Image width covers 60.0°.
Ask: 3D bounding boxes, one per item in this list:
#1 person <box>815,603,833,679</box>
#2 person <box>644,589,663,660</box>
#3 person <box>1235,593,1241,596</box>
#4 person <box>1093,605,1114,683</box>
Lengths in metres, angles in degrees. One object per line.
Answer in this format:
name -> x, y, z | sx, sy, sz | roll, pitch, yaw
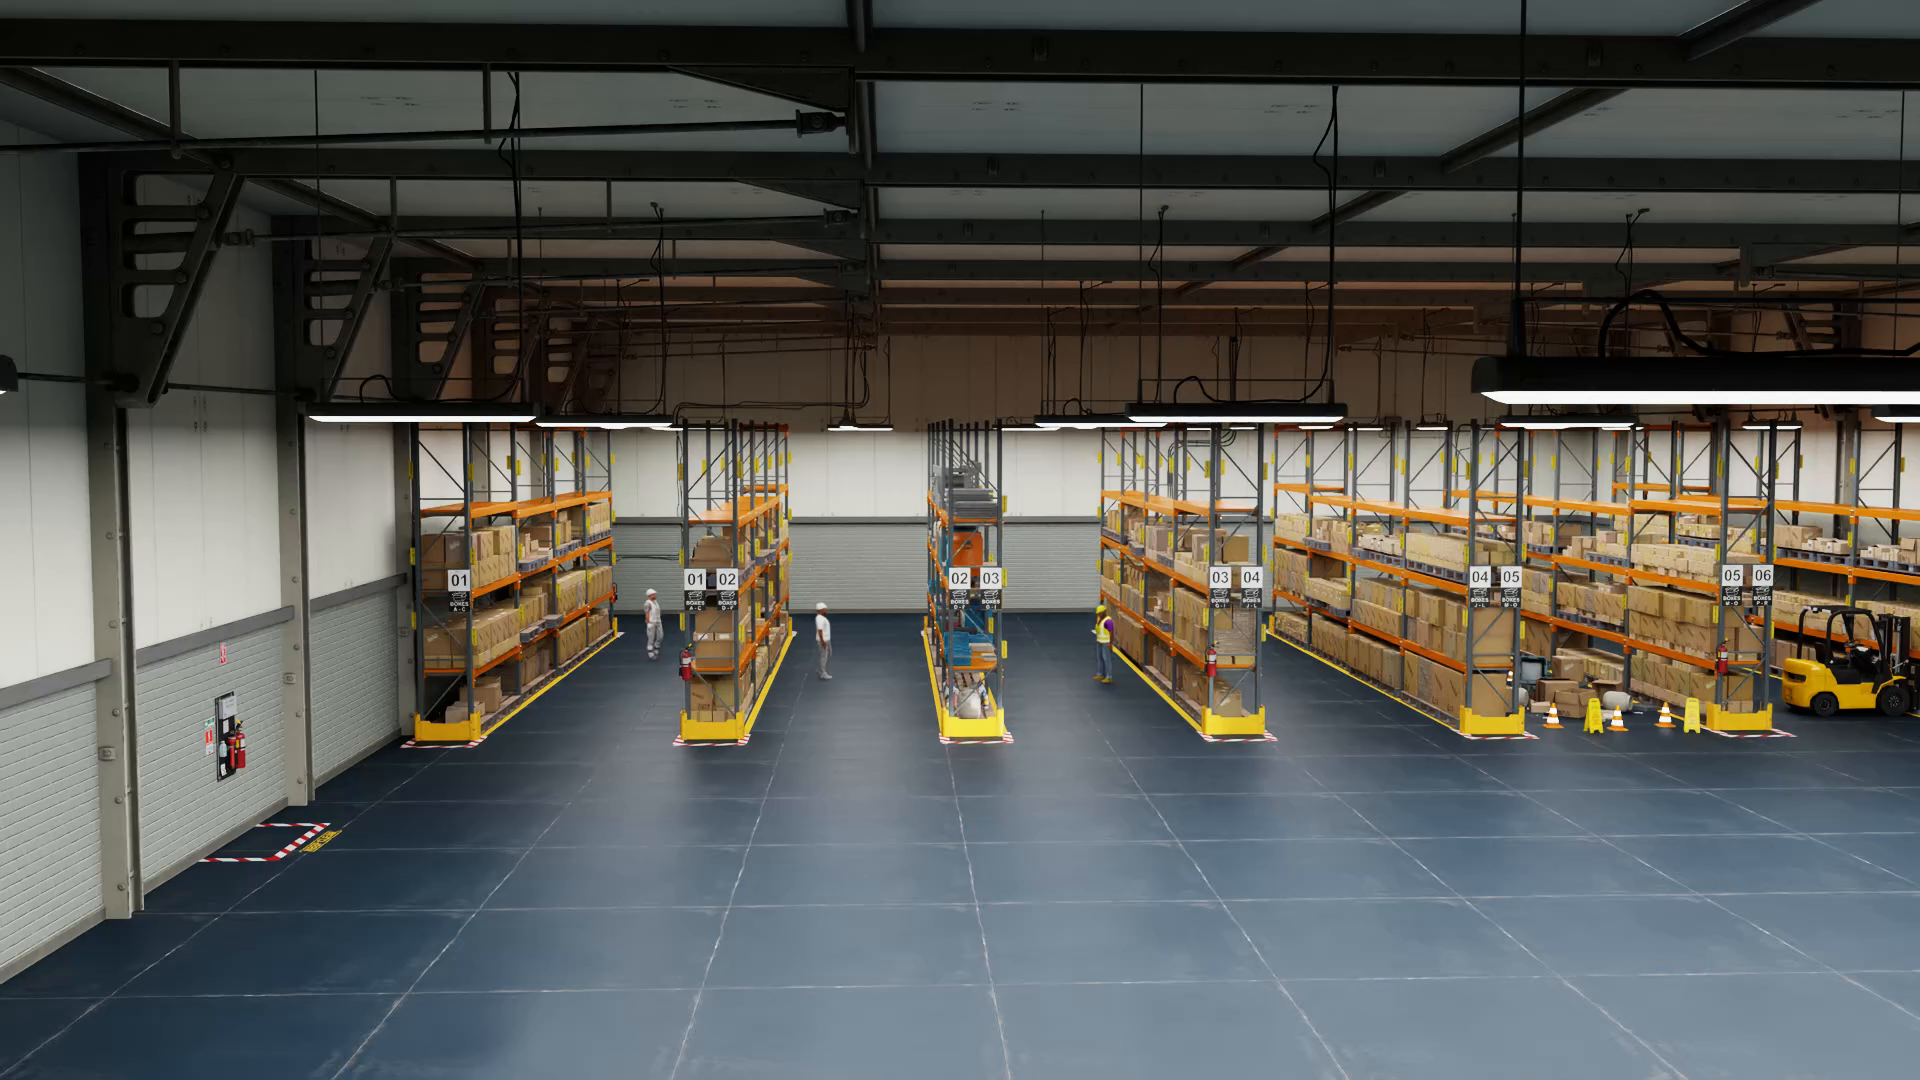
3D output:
person -> -3.189, 2.360, 38.965 | 0.471, 1.787, 0.643 | 0, 4, 7
person -> -7.771, 2.134, 42.237 | 0.498, 1.793, 0.594 | 3, 5, 37
person -> 8.674, 1.553, 51.861 | 0.418, 1.693, 0.502 | -1, 4, -19
person -> 3.296, 2.379, 38.388 | 0.414, 1.764, 0.623 | -1, 4, -20
